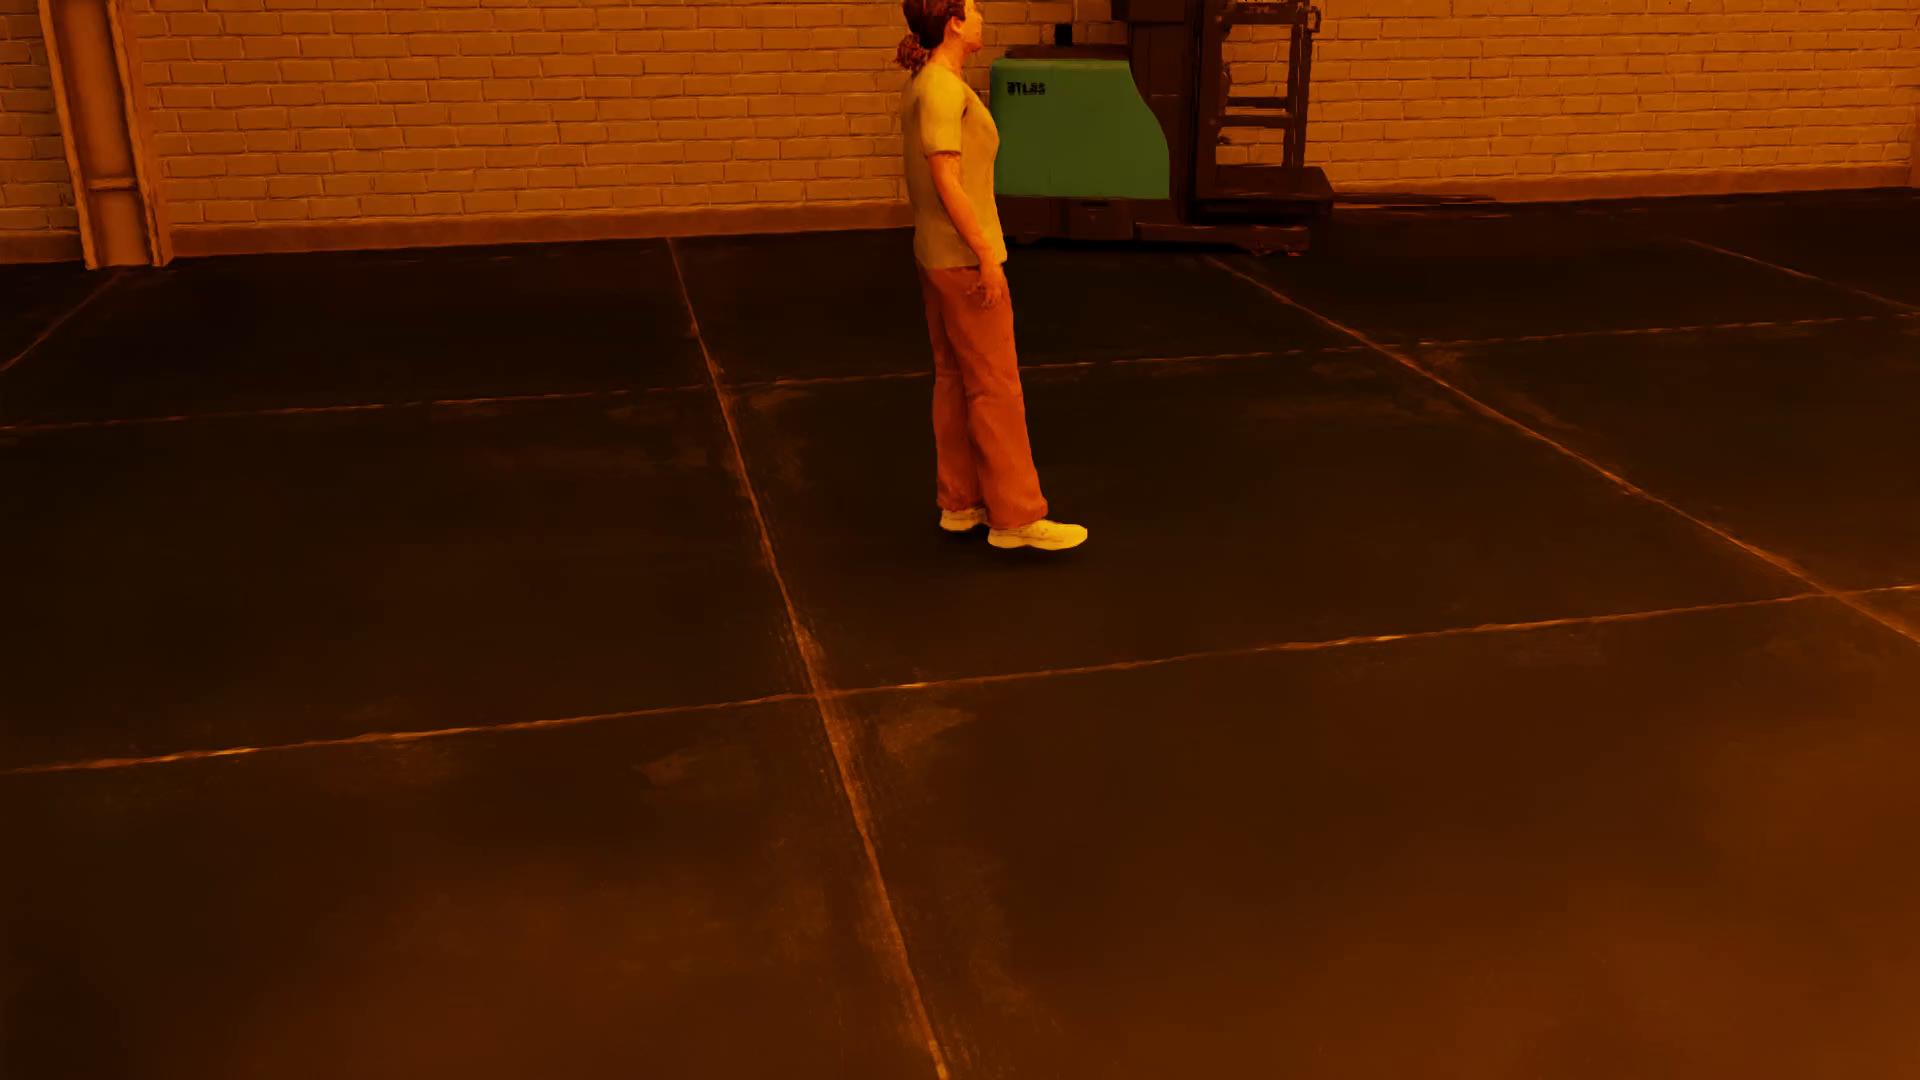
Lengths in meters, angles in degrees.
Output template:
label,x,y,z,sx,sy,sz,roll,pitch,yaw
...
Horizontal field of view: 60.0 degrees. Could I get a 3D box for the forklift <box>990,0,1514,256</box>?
label,x,y,z,sx,sy,sz,roll,pitch,yaw
forklift,1.716,-3.202,9.567,3.031,2.935,1.130,3,21,7

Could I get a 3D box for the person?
label,x,y,z,sx,sy,sz,roll,pitch,yaw
person,0.074,-0.822,4.990,0.549,1.660,0.554,-5,21,-12
